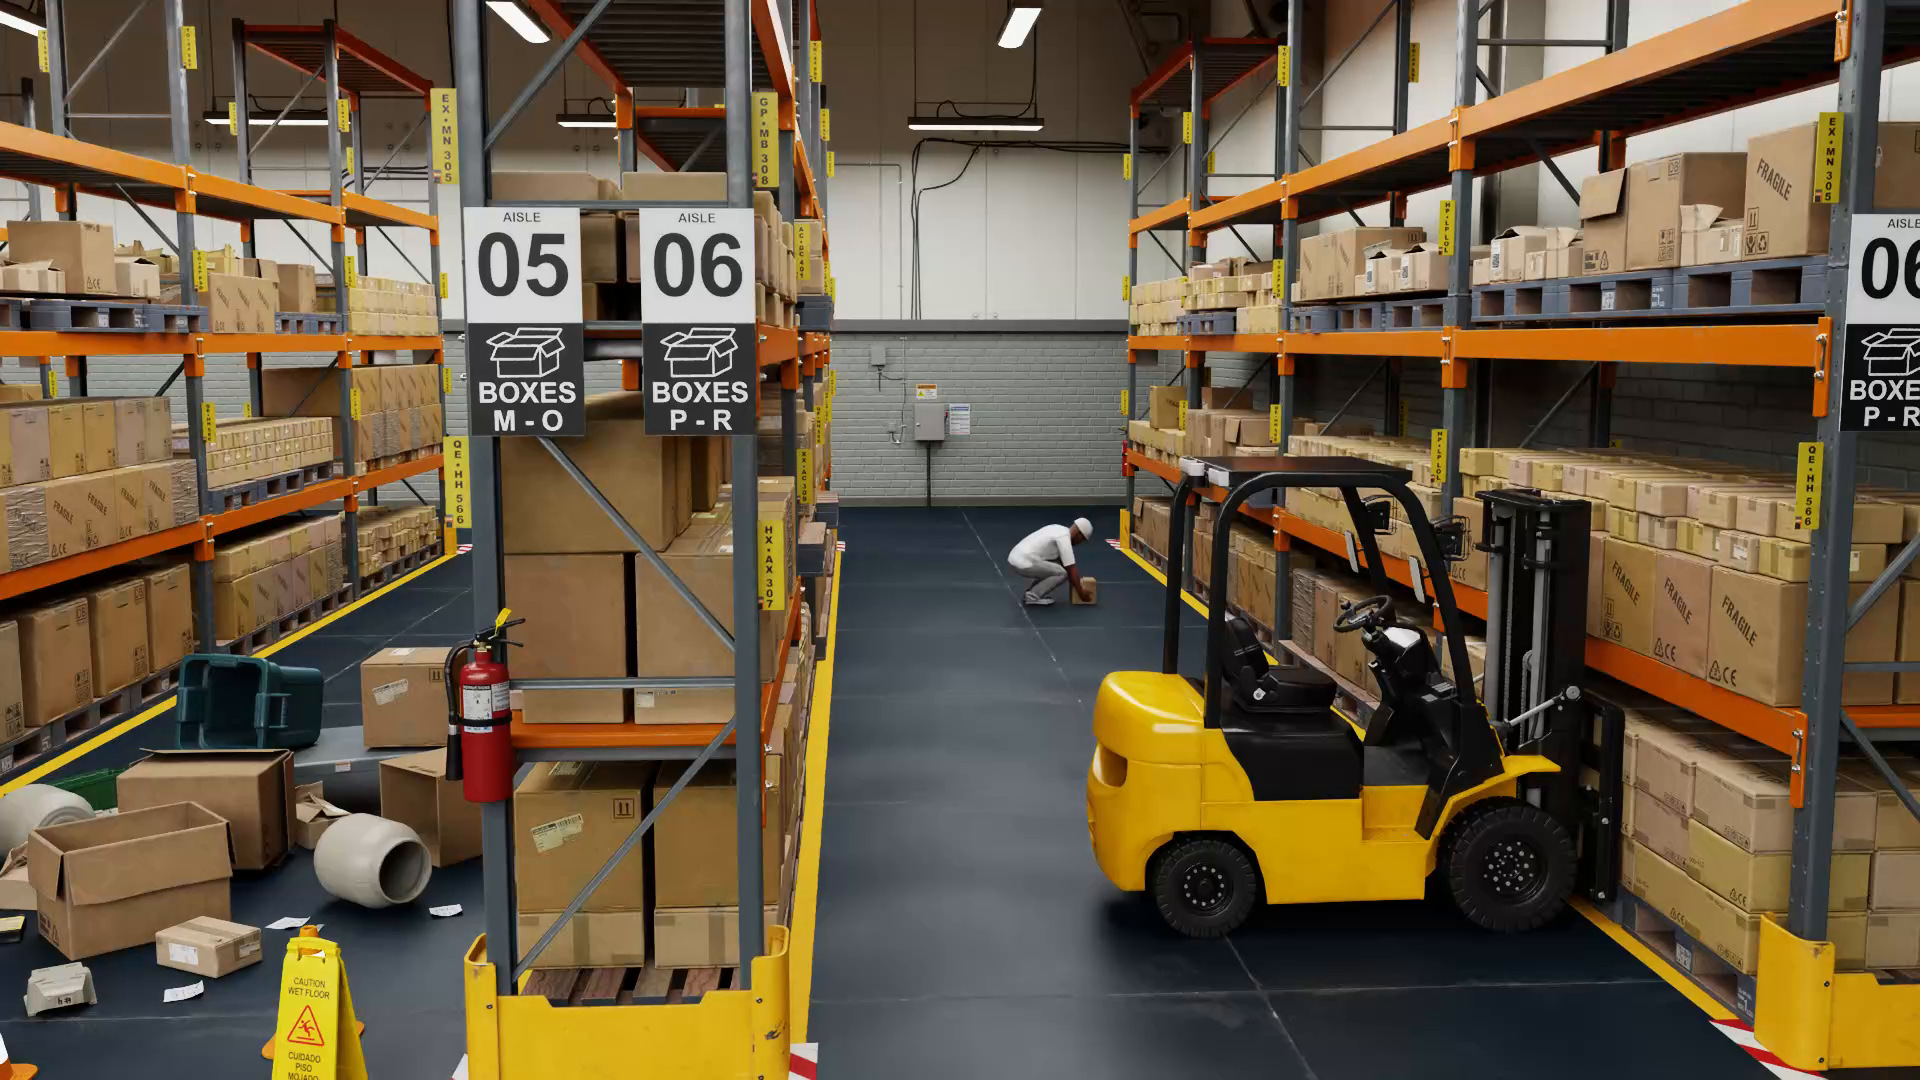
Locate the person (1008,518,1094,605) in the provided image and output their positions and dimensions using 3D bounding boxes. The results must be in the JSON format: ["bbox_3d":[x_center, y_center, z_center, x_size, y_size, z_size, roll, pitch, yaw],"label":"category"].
[{"bbox_3d":[0.955,0.219,17.523,0.896,0.893,0.563,0,7,-4],"label":"person"}]
